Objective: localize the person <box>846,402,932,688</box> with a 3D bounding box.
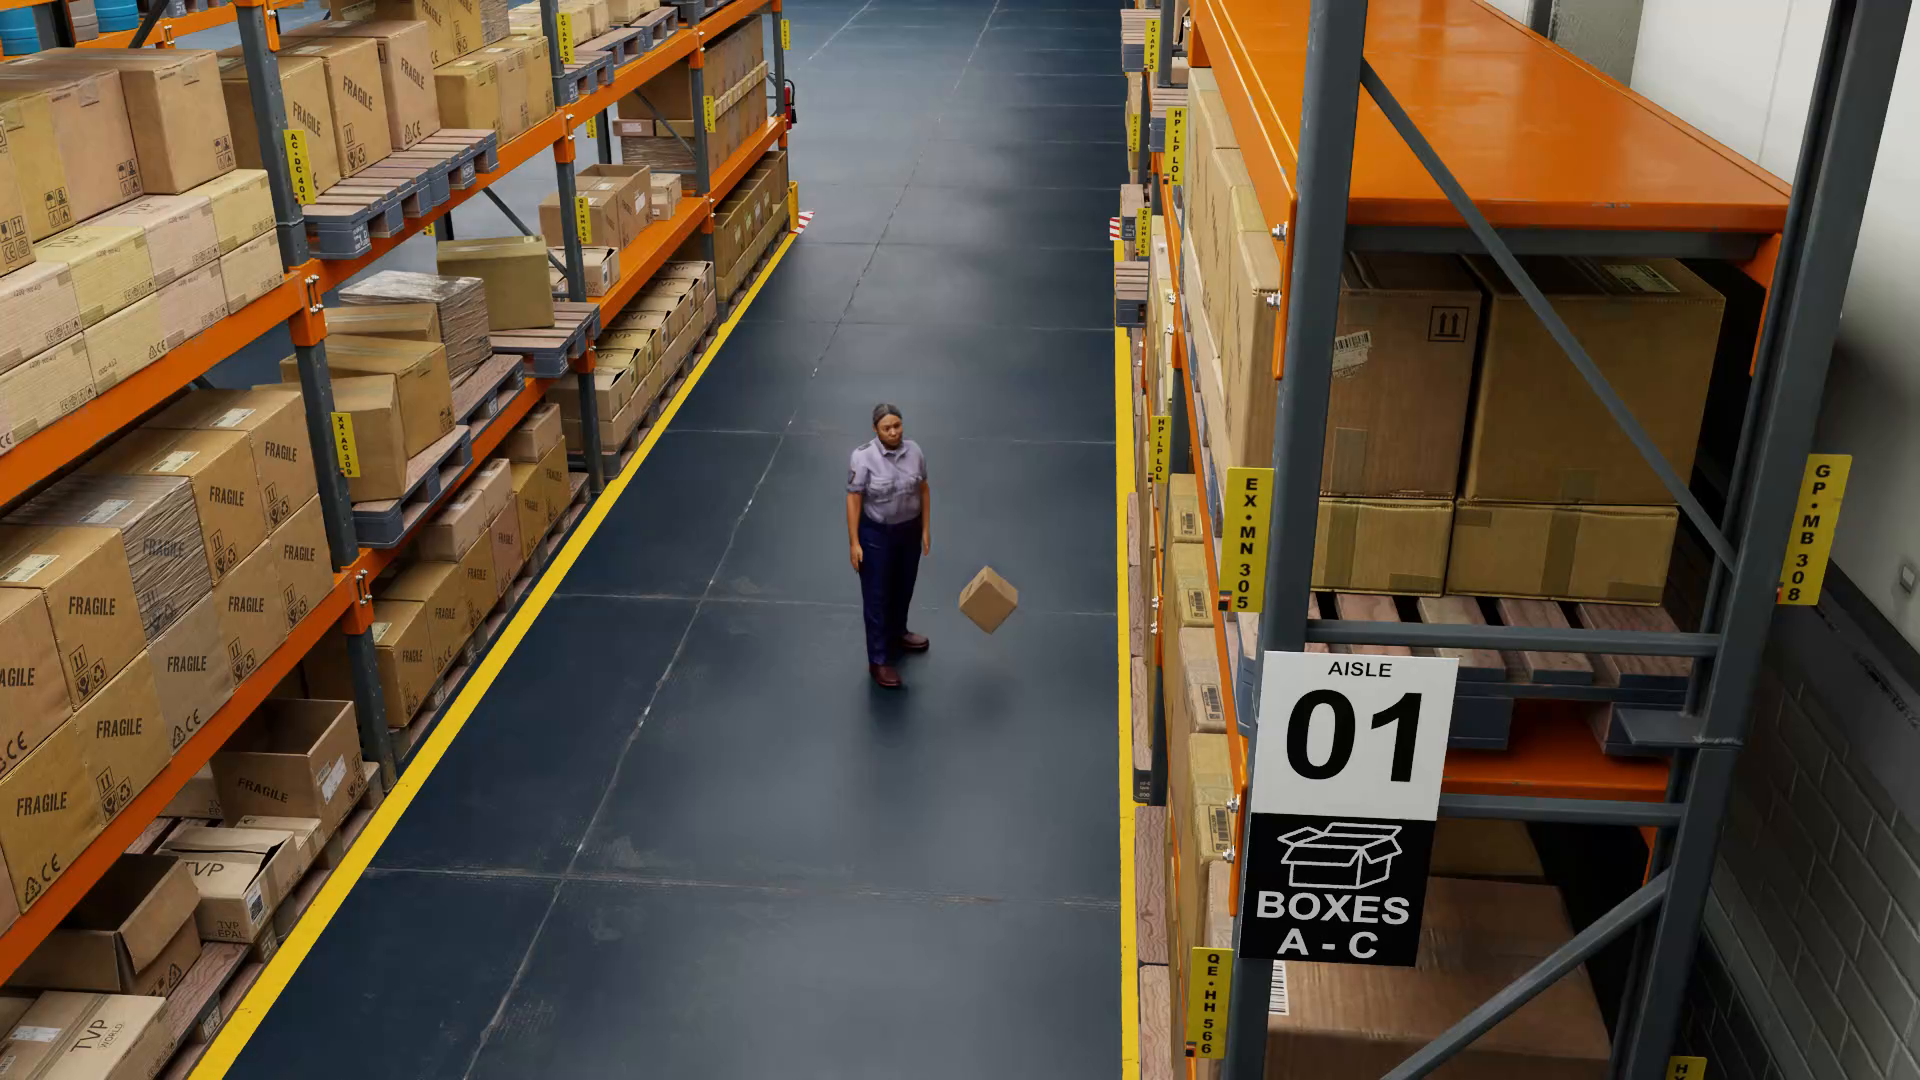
[{"bbox_3d":[-0.399,-0.009,9.626,0.602,1.644,0.560,-16,29,-32],"label":"person"}]
